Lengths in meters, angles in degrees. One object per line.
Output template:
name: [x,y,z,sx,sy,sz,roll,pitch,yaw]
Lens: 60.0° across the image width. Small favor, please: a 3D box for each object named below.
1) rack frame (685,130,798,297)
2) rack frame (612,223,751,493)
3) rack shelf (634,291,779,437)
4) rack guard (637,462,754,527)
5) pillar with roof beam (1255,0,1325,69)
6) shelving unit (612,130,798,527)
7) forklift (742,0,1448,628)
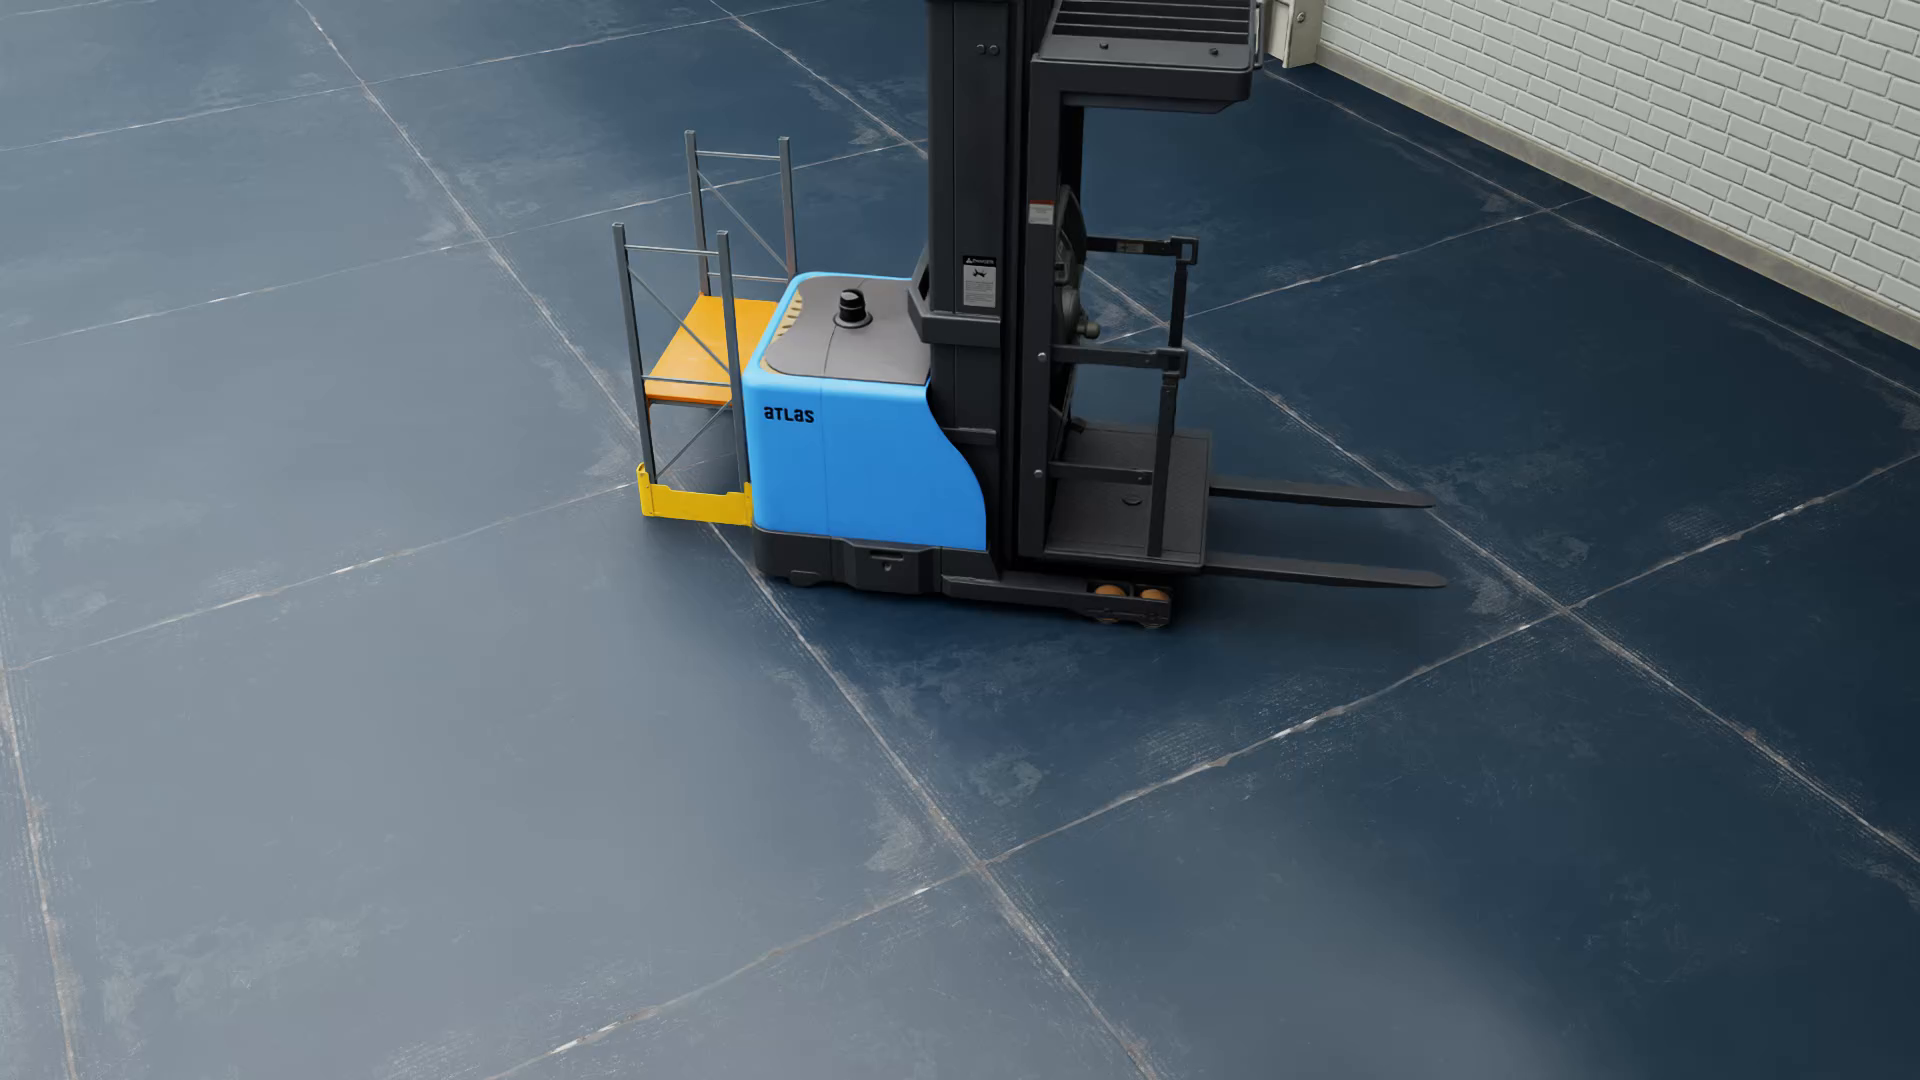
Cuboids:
rack frame: [-1.050,-1.298,8.255,0.500,1.500,0.032,6,37,8]
rack frame: [-1.223,-0.707,7.446,0.500,1.500,0.032,6,37,8]
rack shelf: [-1.136,-0.857,7.956,0.538,0.185,1.000,6,37,8]
rack guard: [-1.219,-0.213,7.830,0.587,0.250,0.087,6,37,8]
pillar with roof beam: [-1.201,-6.095,8.466,9.100,9.000,0.400,-19,40,-24]
shelving unit: [-1.135,-1.007,7.858,0.587,1.500,1.083,6,37,8]
forklift: [0.639,-1.141,6.827,3.031,2.935,1.130,5,36,7]
